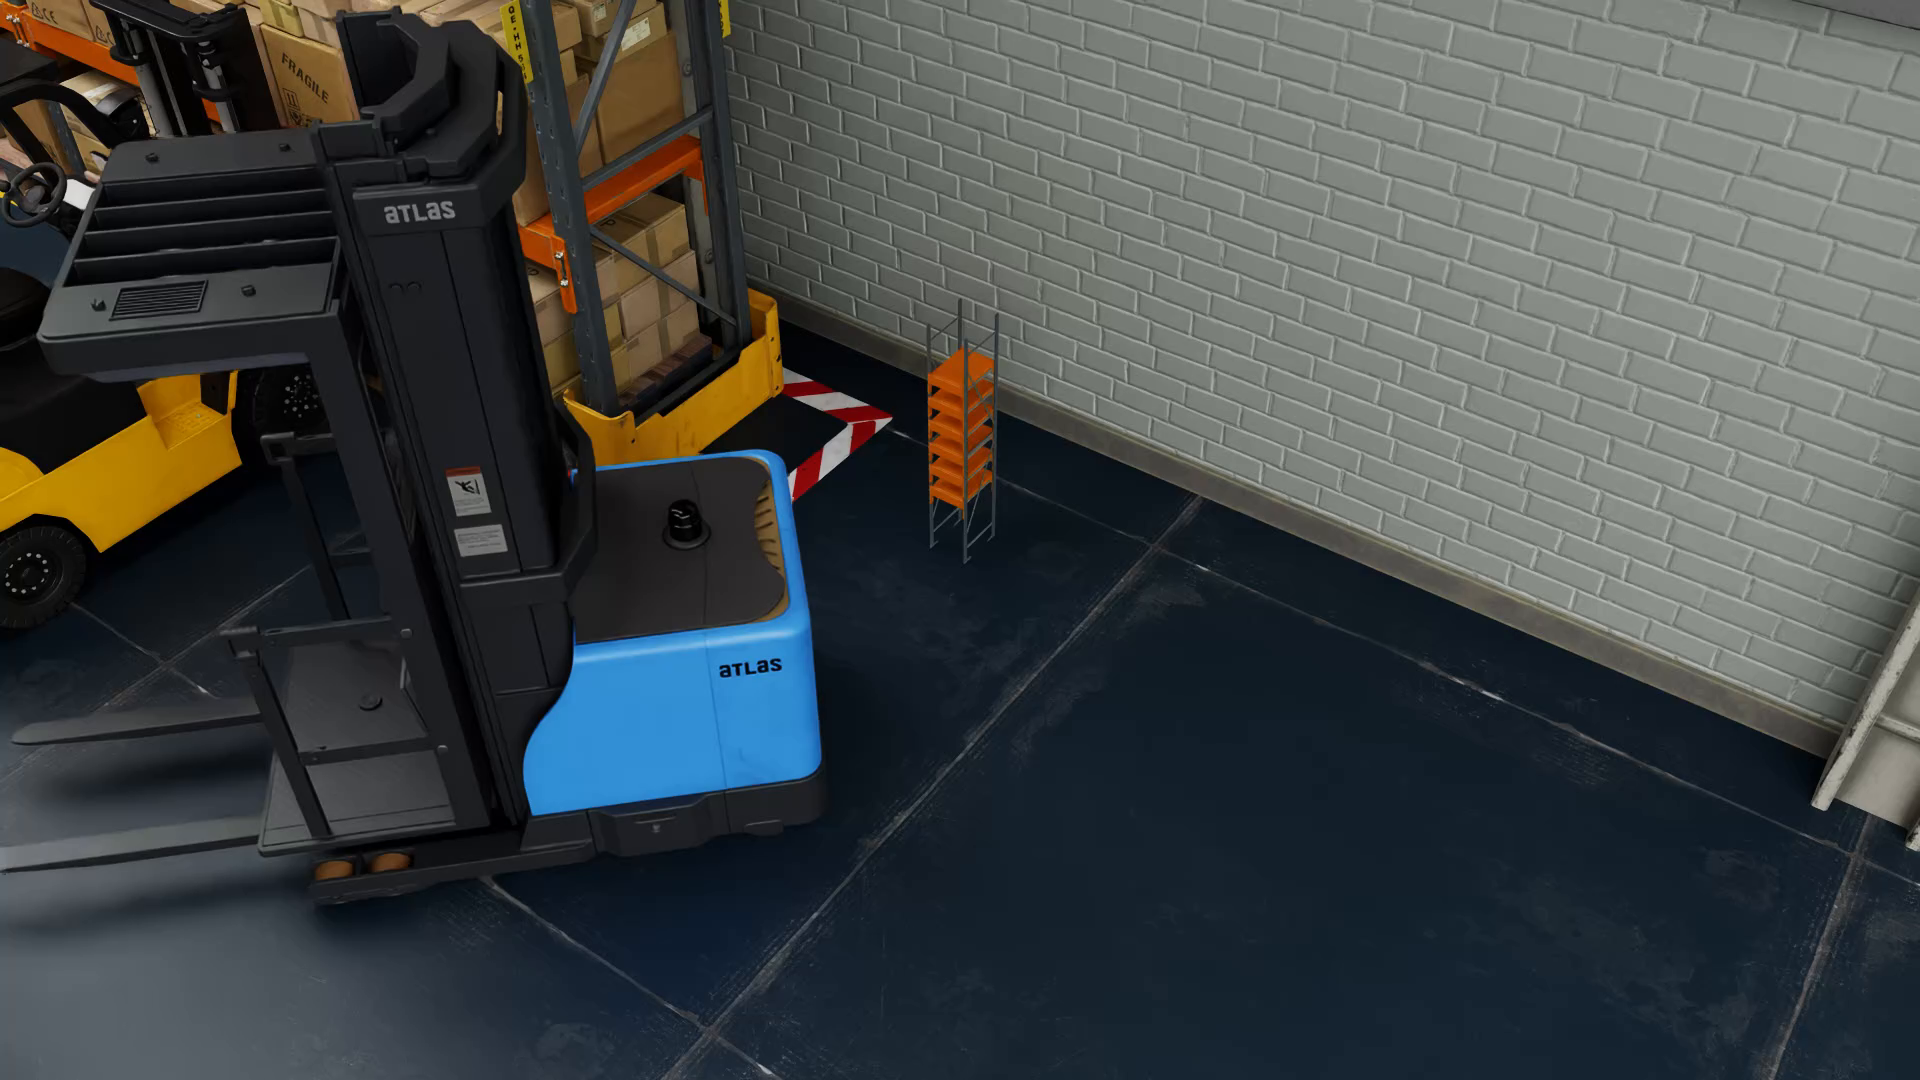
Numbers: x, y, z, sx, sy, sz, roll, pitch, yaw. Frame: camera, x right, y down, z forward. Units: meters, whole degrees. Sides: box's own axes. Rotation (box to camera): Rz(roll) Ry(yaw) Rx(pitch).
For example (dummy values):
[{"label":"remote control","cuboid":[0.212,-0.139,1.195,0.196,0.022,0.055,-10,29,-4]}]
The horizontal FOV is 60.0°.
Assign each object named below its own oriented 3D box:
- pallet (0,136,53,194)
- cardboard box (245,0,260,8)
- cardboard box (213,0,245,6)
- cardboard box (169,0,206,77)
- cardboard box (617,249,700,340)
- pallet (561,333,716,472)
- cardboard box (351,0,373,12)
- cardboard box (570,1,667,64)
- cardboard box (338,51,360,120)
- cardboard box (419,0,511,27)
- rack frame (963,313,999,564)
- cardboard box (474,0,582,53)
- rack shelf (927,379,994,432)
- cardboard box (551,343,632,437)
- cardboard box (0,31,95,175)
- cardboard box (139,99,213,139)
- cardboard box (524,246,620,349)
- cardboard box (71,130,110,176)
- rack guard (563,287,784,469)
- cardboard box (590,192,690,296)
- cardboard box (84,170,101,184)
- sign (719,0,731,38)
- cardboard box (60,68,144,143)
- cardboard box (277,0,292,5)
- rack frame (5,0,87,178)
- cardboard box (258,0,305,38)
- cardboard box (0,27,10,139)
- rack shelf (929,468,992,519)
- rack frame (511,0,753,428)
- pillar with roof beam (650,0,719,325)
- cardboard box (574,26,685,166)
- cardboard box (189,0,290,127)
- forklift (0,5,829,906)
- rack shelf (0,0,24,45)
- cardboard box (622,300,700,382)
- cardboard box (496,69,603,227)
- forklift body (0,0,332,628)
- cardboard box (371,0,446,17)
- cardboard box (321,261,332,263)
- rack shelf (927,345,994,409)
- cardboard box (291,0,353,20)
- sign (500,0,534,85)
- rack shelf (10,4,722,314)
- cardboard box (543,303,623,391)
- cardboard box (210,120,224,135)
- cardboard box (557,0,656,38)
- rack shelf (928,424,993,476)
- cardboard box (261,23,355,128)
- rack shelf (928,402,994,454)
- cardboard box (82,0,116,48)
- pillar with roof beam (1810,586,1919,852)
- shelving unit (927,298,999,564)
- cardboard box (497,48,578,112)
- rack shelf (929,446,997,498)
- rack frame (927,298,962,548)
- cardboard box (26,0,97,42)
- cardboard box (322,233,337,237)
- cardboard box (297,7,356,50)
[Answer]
[{"label":"pallet","cuboid":[-5.255,-2.405,10.027,1.213,0.211,1.003,25,48,25]},{"label":"cardboard box","cuboid":[-3.016,-2.533,7.518,0.250,0.149,0.380,25,47,25]},{"label":"cardboard box","cuboid":[-3.265,-2.594,7.586,0.250,0.149,0.380,24,47,25]},{"label":"cardboard box","cuboid":[-3.565,-2.524,7.995,0.500,0.500,0.500,25,47,25]},{"label":"cardboard box","cuboid":[-1.620,-1.263,8.033,0.500,0.250,0.500,26,48,26]},{"label":"pallet","cuboid":[-2.004,-0.882,8.326,1.213,0.211,1.003,25,48,25]},{"label":"cardboard box","cuboid":[-2.379,-2.362,7.104,0.250,0.149,0.380,25,48,26]},{"label":"cardboard box","cuboid":[-1.483,-2.202,7.148,0.250,0.149,0.380,24,47,24]},{"label":"cardboard box","cuboid":[-2.327,-1.938,7.339,0.500,0.500,0.500,27,48,27]},{"label":"cardboard box","cuboid":[-1.988,-2.141,6.857,0.250,0.149,0.380,25,48,25]},{"label":"rack frame","cuboid":[0.087,-0.407,7.053,0.006,1.200,0.240,25,48,25]},{"label":"cardboard box","cuboid":[-1.769,-2.063,6.770,0.250,0.149,0.380,25,48,25]},{"label":"rack shelf","cuboid":[0.012,-0.587,6.962,0.180,0.103,0.258,25,48,25]},{"label":"cardboard box","cuboid":[-1.920,-0.791,7.880,0.500,0.250,0.500,25,48,26]},{"label":"cardboard box","cuboid":[-5.063,-2.648,9.674,0.625,0.625,0.875,27,48,27]},{"label":"cardboard box","cuboid":[-4.000,-2.130,8.626,0.500,0.250,0.500,25,48,25]},{"label":"cardboard box","cuboid":[-1.910,-1.162,7.545,0.500,0.250,0.500,27,48,27]},{"label":"cardboard box","cuboid":[-4.410,-2.147,9.021,0.500,0.250,0.500,25,47,25]},{"label":"rack guard","cuboid":[-1.335,-0.711,7.918,0.348,0.500,1.175,25,48,25]},{"label":"cardboard box","cuboid":[-1.639,-1.443,7.859,0.500,0.250,0.500,24,47,25]},{"label":"cardboard box","cuboid":[-4.423,-1.949,9.174,0.500,0.250,0.500,26,48,26]},{"label":"sign","cuboid":[-1.031,-2.304,7.116,0.005,0.325,0.100,25,48,25]},{"label":"cardboard box","cuboid":[-4.413,-2.331,8.851,0.500,0.250,0.500,24,47,25]},{"label":"cardboard box","cuboid":[-2.871,-2.497,7.255,0.250,0.149,0.380,26,48,26]},{"label":"rack frame","cuboid":[-4.629,-3.183,8.806,0.127,3.000,1.000,25,48,25]},{"label":"cardboard box","cuboid":[-2.863,-2.388,7.356,0.250,0.149,0.380,25,48,26]},{"label":"cardboard box","cuboid":[-5.694,-2.950,10.011,0.625,0.625,0.875,25,47,25]},{"label":"rack shelf","cuboid":[0.012,-0.230,7.282,0.180,0.103,0.258,25,48,25]},{"label":"rack frame","cuboid":[-1.354,-1.652,7.095,0.127,3.000,1.000,25,48,25]},{"label":"pillar with roof beam","cuboid":[-3.879,-2.296,3.315,0.400,9.000,9.100,25,48,25]},{"label":"cardboard box","cuboid":[-1.600,-2.030,7.443,0.500,0.500,0.500,27,48,27]},{"label":"cardboard box","cuboid":[-3.165,-2.320,7.767,0.500,0.500,0.500,25,48,26]},{"label":"forklift","cuboid":[-2.063,-0.158,5.477,3.031,2.935,1.130,-7,42,-8]},{"label":"rack shelf","cuboid":[-6.267,-3.681,9.902,4.000,0.370,1.077,25,48,25]},{"label":"cardboard box","cuboid":[-1.644,-1.078,8.201,0.500,0.250,0.500,25,48,25]},{"label":"cardboard box","cuboid":[-1.908,-1.734,7.112,0.500,0.500,0.500,24,47,24]},{"label":"forklift body","cuboid":[-3.954,-1.065,7.076,1.214,2.155,2.313,25,48,25]},{"label":"cardboard box","cuboid":[-2.218,-2.226,6.952,0.250,0.149,0.380,26,48,26]},{"label":"cardboard box","cuboid":[-2.772,-1.369,8.152,0.500,0.250,0.500,24,47,24]},{"label":"rack shelf","cuboid":[0.012,-0.677,6.882,0.180,0.103,0.258,25,48,25]},{"label":"cardboard box","cuboid":[-2.656,-2.401,7.148,0.250,0.149,0.380,26,48,26]},{"label":"sign","cuboid":[-1.677,-1.880,6.304,0.005,0.325,0.100,25,48,25]},{"label":"rack shelf","cuboid":[-2.992,-2.149,8.190,4.000,0.370,1.077,25,48,25]},{"label":"cardboard box","cuboid":[-1.932,-0.985,7.722,0.500,0.250,0.500,24,47,25]},{"label":"cardboard box","cuboid":[-3.587,-1.945,8.420,0.500,0.250,0.500,27,48,27]},{"label":"cardboard box","cuboid":[-1.507,-2.287,7.020,0.250,0.149,0.380,24,47,25]},{"label":"rack shelf","cuboid":[0.012,-0.408,7.122,0.180,0.103,0.258,25,48,25]},{"label":"cardboard box","cuboid":[-2.747,-2.134,7.558,0.500,0.500,0.500,24,47,25]},{"label":"rack shelf","cuboid":[0.012,-0.498,7.042,0.180,0.103,0.258,25,48,25]},{"label":"cardboard box","cuboid":[-3.980,-2.718,8.211,0.500,0.500,0.500,26,48,26]},{"label":"pillar with roof beam","cuboid":[1.034,0.002,0.748,0.400,9.000,9.100,25,48,25]},{"label":"shelving unit","cuboid":[0.012,-0.442,7.092,0.189,1.200,0.258,25,48,25]},{"label":"cardboard box","cuboid":[-1.799,-1.910,6.822,0.250,0.149,0.380,26,48,26]},{"label":"rack shelf","cuboid":[0.012,-0.319,7.202,0.180,0.103,0.258,25,48,25]},{"label":"rack frame","cuboid":[-0.063,-0.477,7.131,0.006,1.200,0.240,25,48,25]},{"label":"cardboard box","cuboid":[-4.416,-2.908,8.424,0.500,0.500,0.500,24,47,24]},{"label":"cardboard box","cuboid":[-2.751,-1.542,7.969,0.500,0.250,0.500,26,48,26]},{"label":"cardboard box","cuboid":[-2.645,-2.302,7.260,0.250,0.149,0.380,24,47,24]}]
